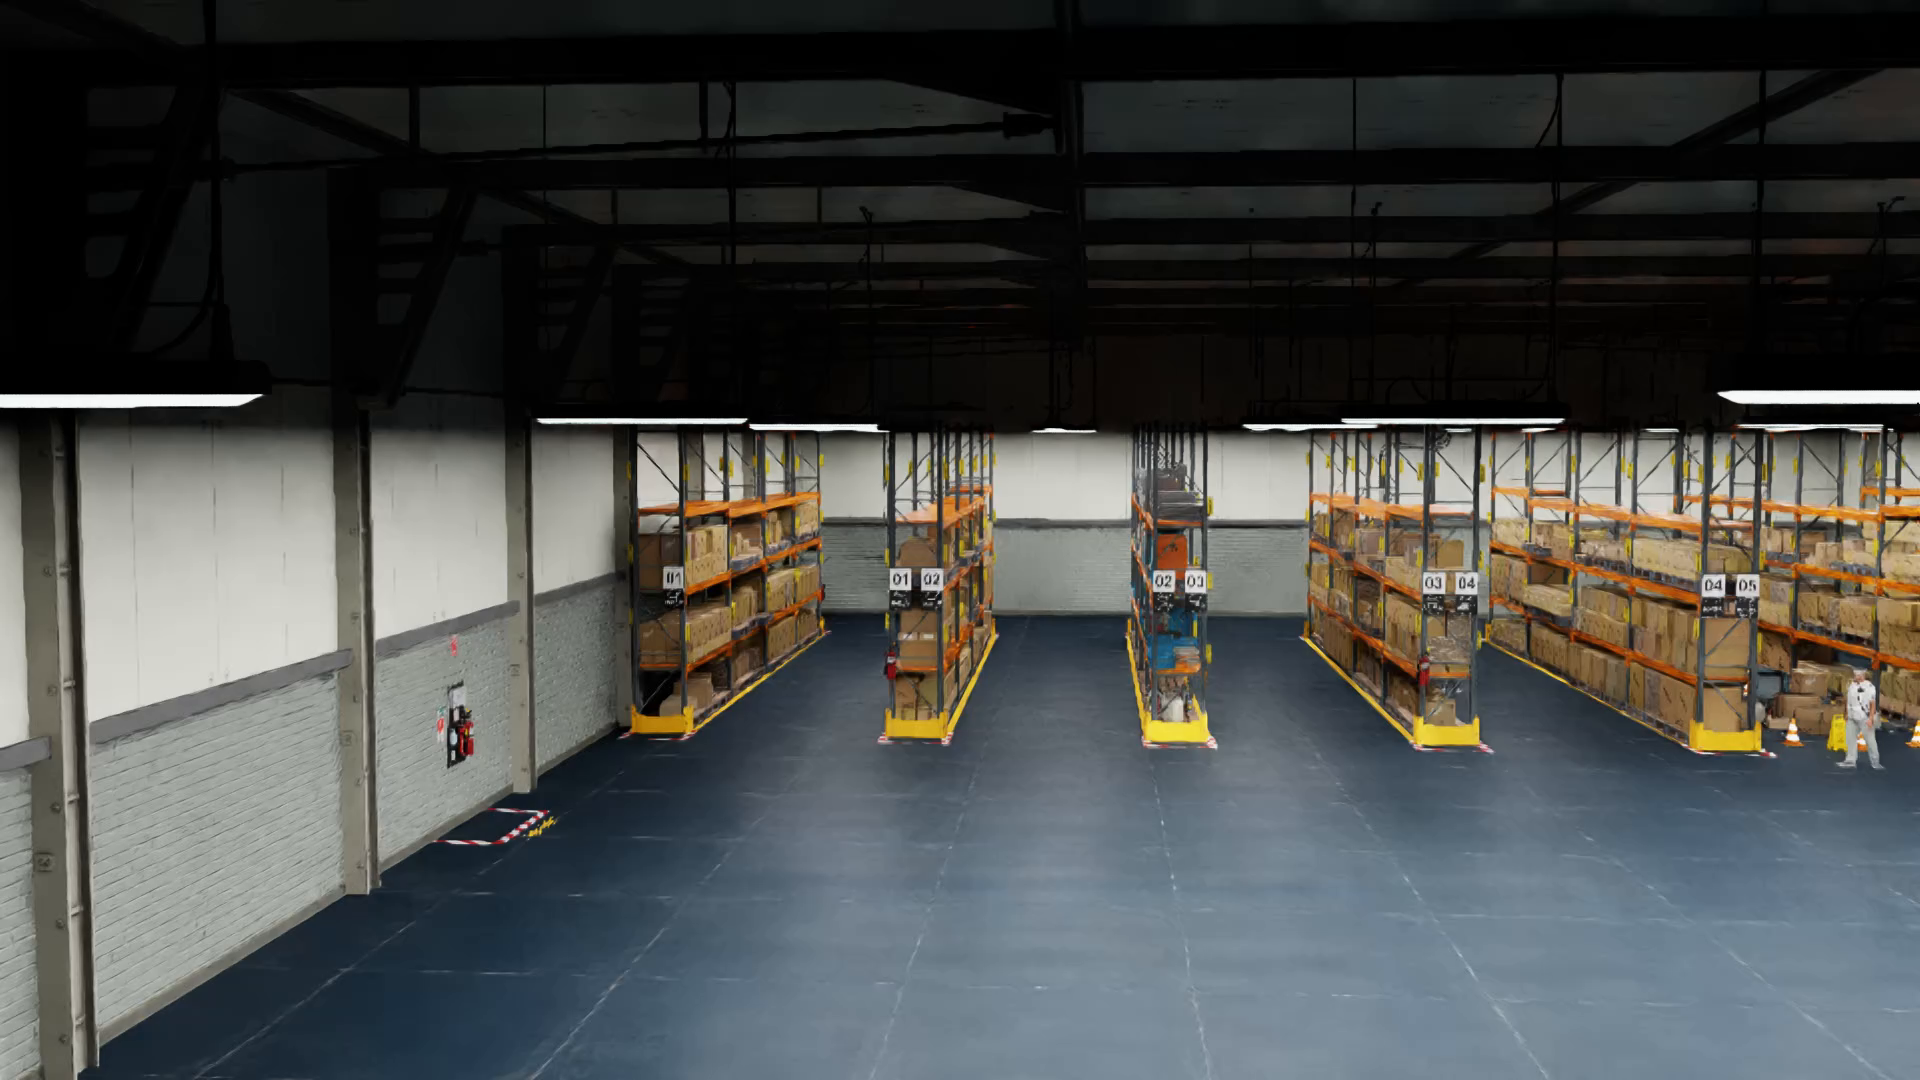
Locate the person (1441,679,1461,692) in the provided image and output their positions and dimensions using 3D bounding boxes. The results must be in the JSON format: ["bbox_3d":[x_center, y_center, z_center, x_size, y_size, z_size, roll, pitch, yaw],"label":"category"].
[{"bbox_3d":[10.962,2.586,36.901,0.580,1.619,0.507,0,4,2],"label":"person"}]

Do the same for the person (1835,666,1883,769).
[{"bbox_3d":[15.496,3.045,28.572,0.566,1.749,0.678,-1,4,-17],"label":"person"}]
